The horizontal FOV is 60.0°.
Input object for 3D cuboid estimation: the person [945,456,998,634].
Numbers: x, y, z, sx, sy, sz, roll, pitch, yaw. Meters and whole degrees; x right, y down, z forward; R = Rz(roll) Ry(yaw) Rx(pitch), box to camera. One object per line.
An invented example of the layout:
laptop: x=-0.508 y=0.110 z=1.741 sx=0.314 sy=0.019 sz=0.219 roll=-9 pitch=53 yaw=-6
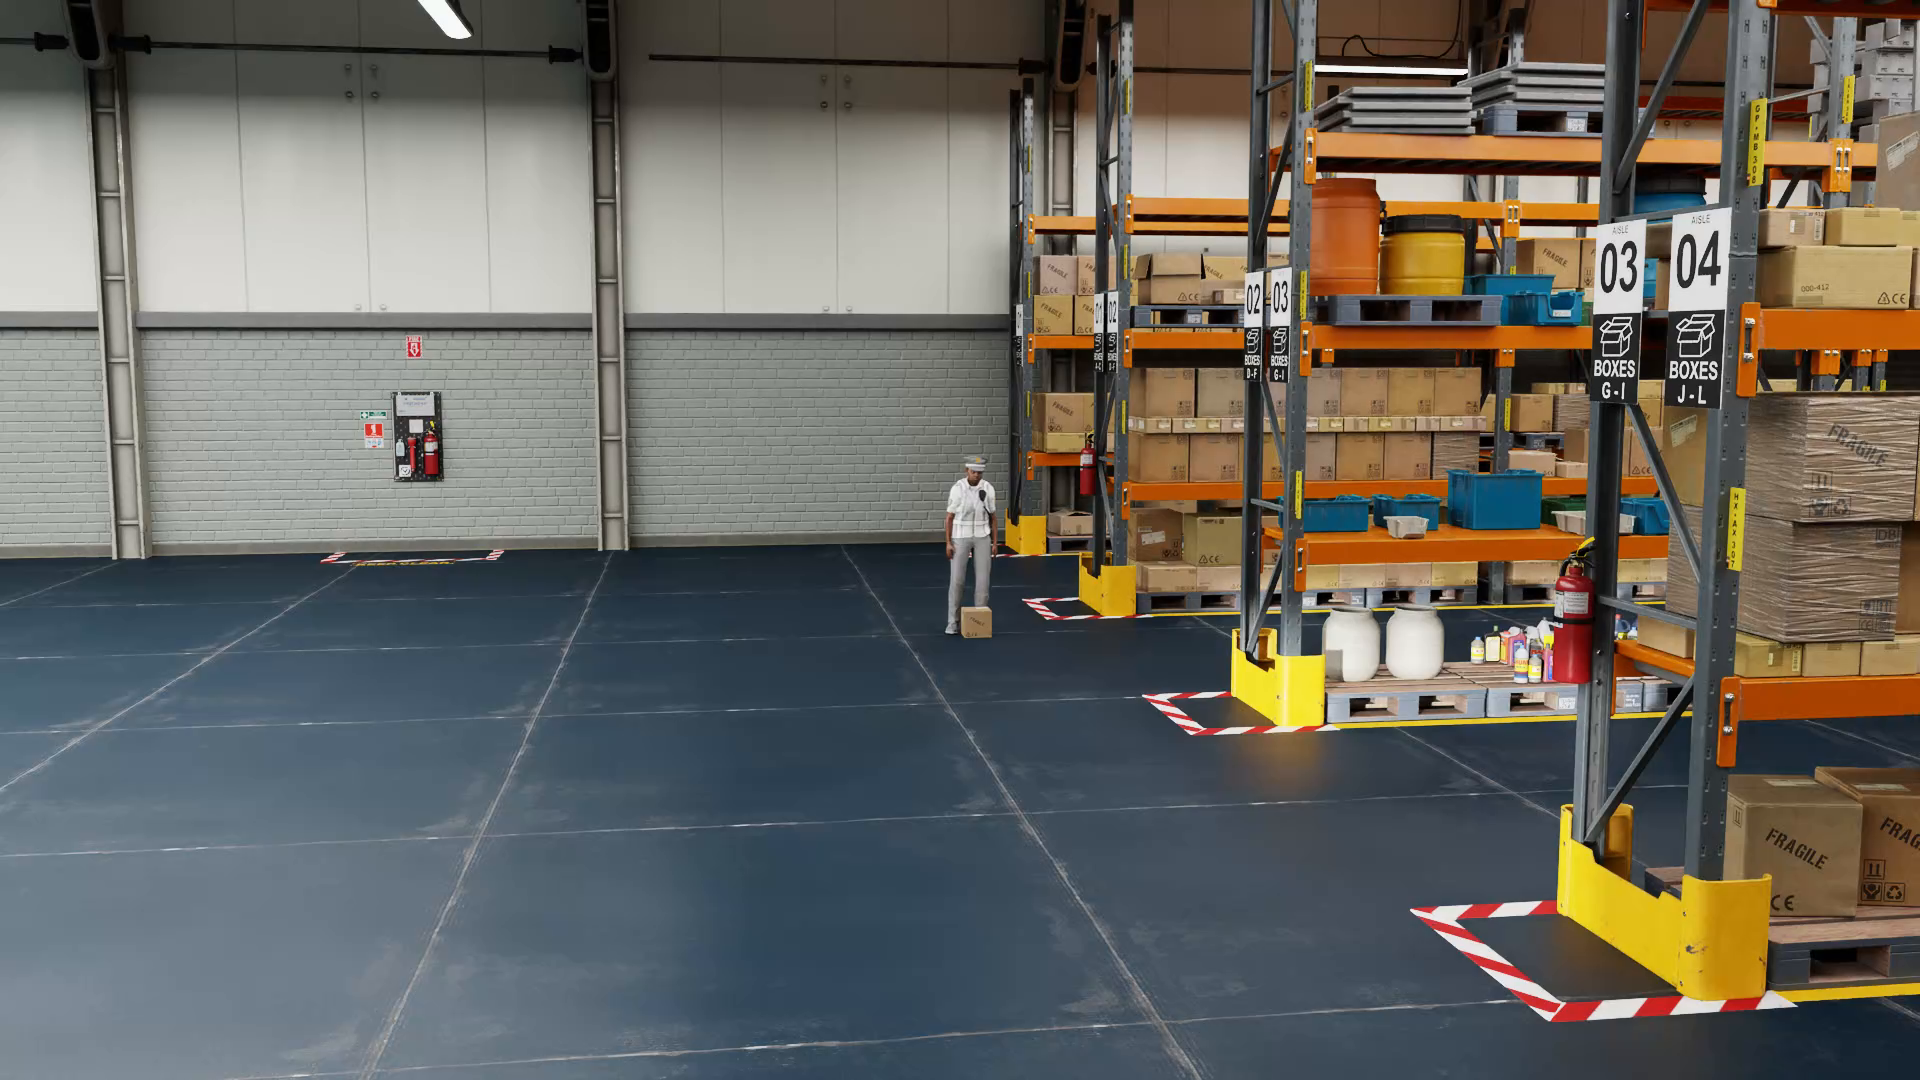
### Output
person: x=0.105 y=0.038 z=15.519 sx=0.514 sy=1.657 sz=0.417 roll=-1 pitch=7 yaw=-9
